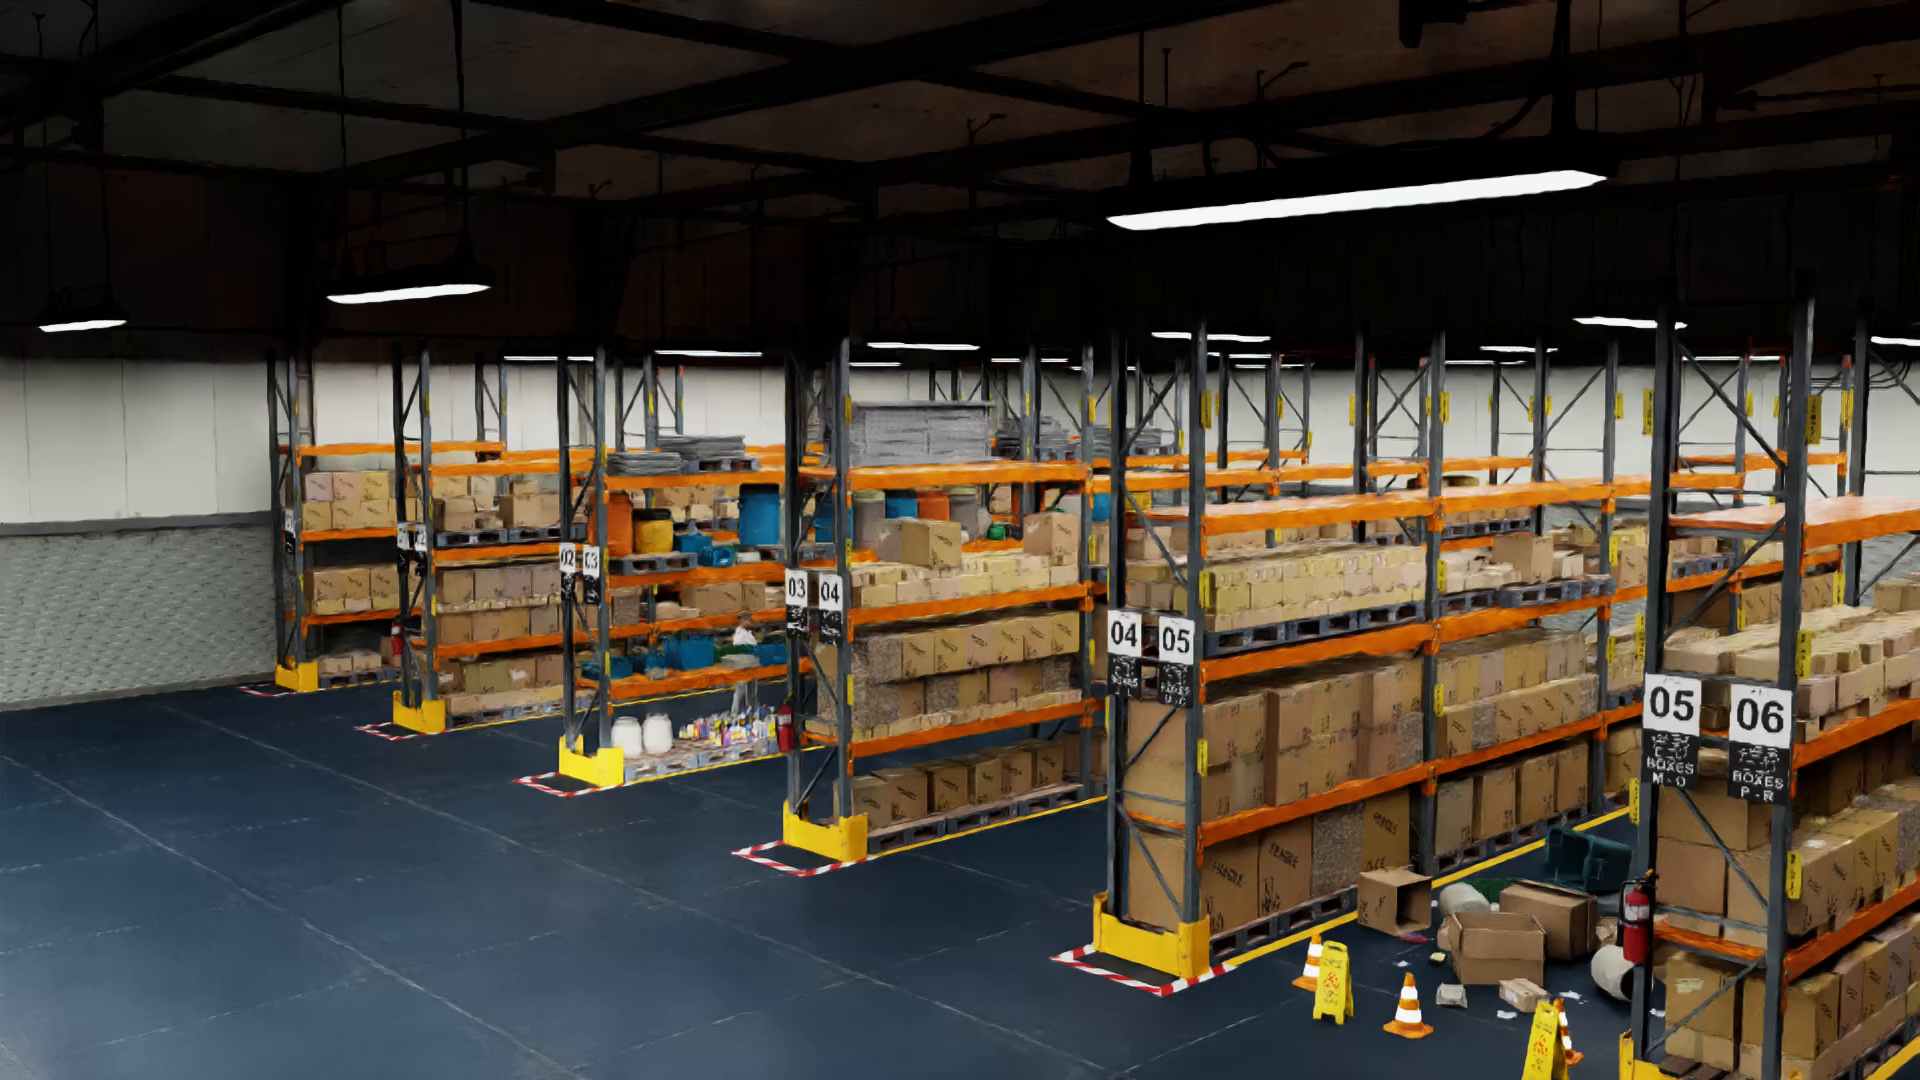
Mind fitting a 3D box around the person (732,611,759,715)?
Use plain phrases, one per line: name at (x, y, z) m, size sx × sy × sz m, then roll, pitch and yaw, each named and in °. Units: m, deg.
person at (-3.360, 2.004, 26.274) m, size 0.476 × 1.758 × 0.593 m, roll 1°, pitch 5°, yaw 15°
